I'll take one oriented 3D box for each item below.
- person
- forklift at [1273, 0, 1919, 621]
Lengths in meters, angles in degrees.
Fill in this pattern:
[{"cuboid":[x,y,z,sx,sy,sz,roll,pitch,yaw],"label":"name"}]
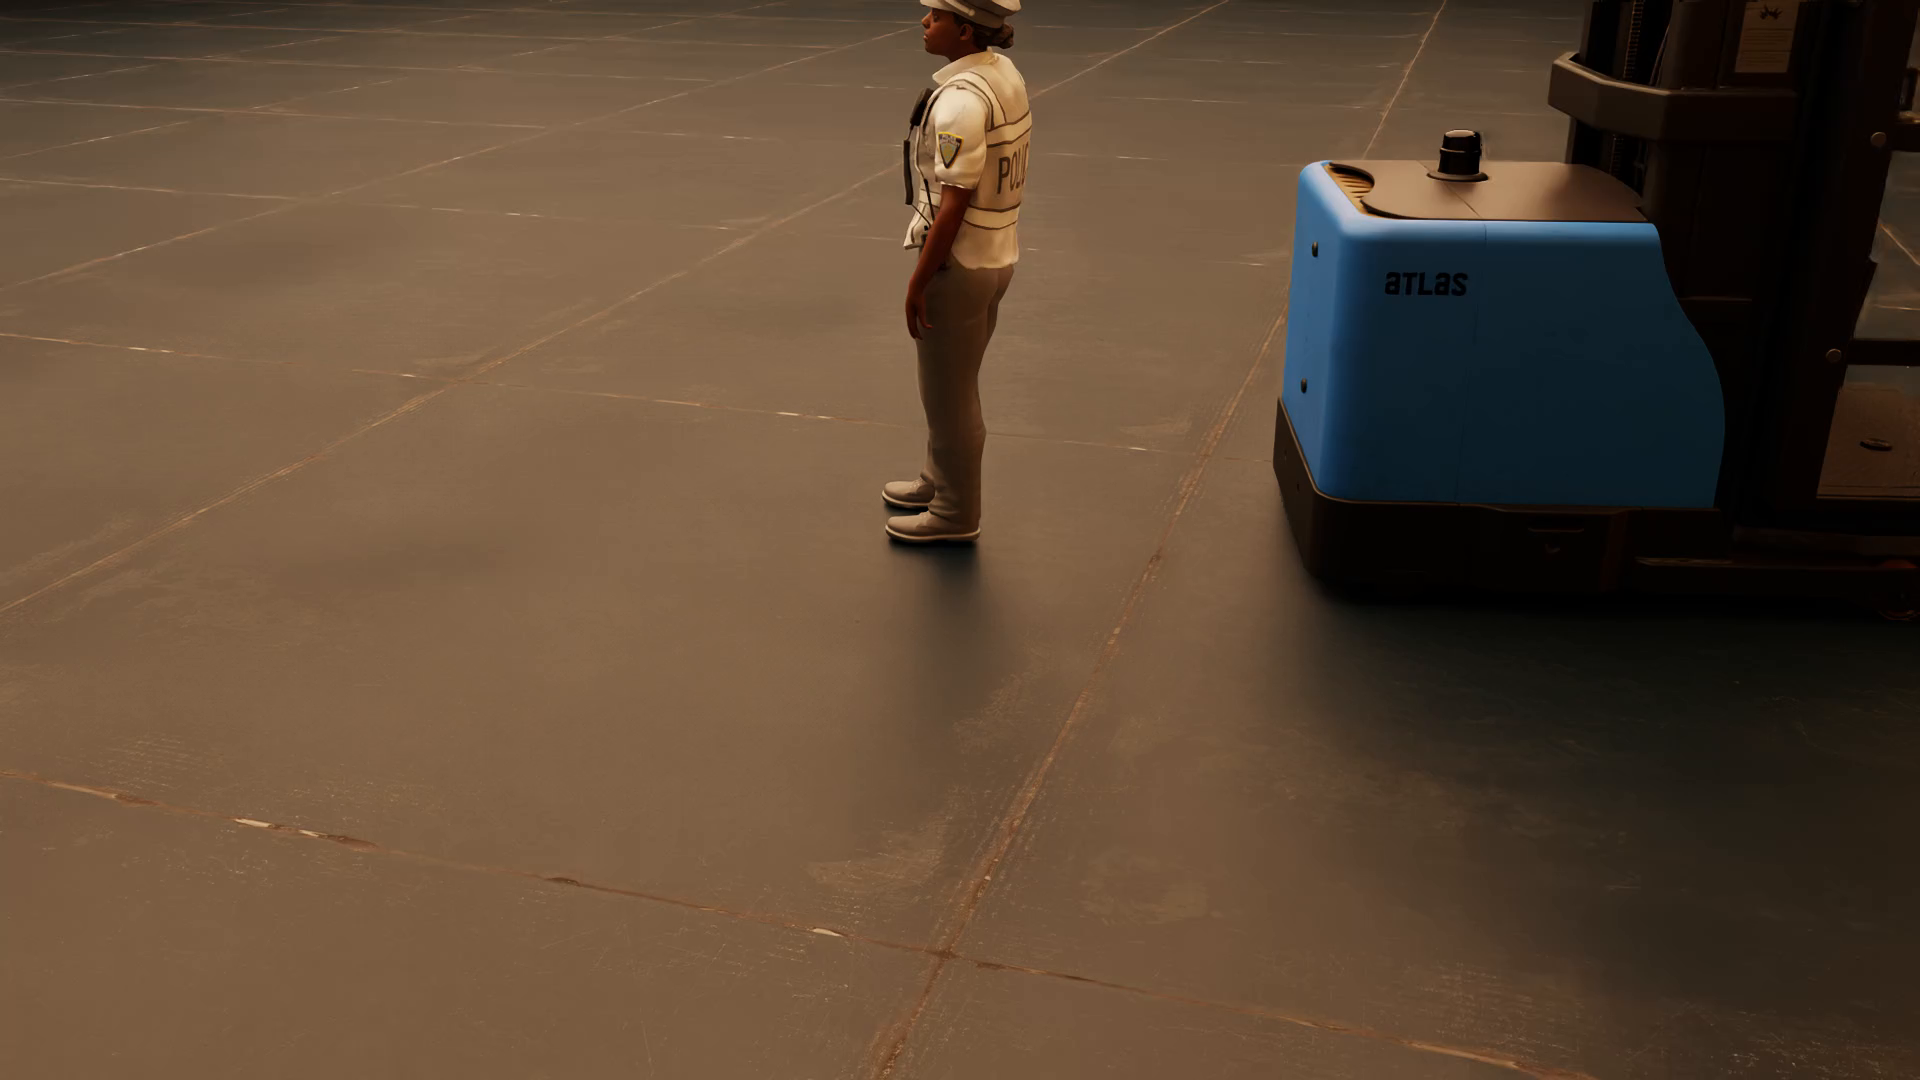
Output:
[{"cuboid":[-0.065,-0.804,4.833,0.530,1.692,0.570,7,23,16],"label":"person"},{"cuboid":[2.526,-1.337,4.518,3.031,2.935,1.130,1,22,3],"label":"forklift"}]
